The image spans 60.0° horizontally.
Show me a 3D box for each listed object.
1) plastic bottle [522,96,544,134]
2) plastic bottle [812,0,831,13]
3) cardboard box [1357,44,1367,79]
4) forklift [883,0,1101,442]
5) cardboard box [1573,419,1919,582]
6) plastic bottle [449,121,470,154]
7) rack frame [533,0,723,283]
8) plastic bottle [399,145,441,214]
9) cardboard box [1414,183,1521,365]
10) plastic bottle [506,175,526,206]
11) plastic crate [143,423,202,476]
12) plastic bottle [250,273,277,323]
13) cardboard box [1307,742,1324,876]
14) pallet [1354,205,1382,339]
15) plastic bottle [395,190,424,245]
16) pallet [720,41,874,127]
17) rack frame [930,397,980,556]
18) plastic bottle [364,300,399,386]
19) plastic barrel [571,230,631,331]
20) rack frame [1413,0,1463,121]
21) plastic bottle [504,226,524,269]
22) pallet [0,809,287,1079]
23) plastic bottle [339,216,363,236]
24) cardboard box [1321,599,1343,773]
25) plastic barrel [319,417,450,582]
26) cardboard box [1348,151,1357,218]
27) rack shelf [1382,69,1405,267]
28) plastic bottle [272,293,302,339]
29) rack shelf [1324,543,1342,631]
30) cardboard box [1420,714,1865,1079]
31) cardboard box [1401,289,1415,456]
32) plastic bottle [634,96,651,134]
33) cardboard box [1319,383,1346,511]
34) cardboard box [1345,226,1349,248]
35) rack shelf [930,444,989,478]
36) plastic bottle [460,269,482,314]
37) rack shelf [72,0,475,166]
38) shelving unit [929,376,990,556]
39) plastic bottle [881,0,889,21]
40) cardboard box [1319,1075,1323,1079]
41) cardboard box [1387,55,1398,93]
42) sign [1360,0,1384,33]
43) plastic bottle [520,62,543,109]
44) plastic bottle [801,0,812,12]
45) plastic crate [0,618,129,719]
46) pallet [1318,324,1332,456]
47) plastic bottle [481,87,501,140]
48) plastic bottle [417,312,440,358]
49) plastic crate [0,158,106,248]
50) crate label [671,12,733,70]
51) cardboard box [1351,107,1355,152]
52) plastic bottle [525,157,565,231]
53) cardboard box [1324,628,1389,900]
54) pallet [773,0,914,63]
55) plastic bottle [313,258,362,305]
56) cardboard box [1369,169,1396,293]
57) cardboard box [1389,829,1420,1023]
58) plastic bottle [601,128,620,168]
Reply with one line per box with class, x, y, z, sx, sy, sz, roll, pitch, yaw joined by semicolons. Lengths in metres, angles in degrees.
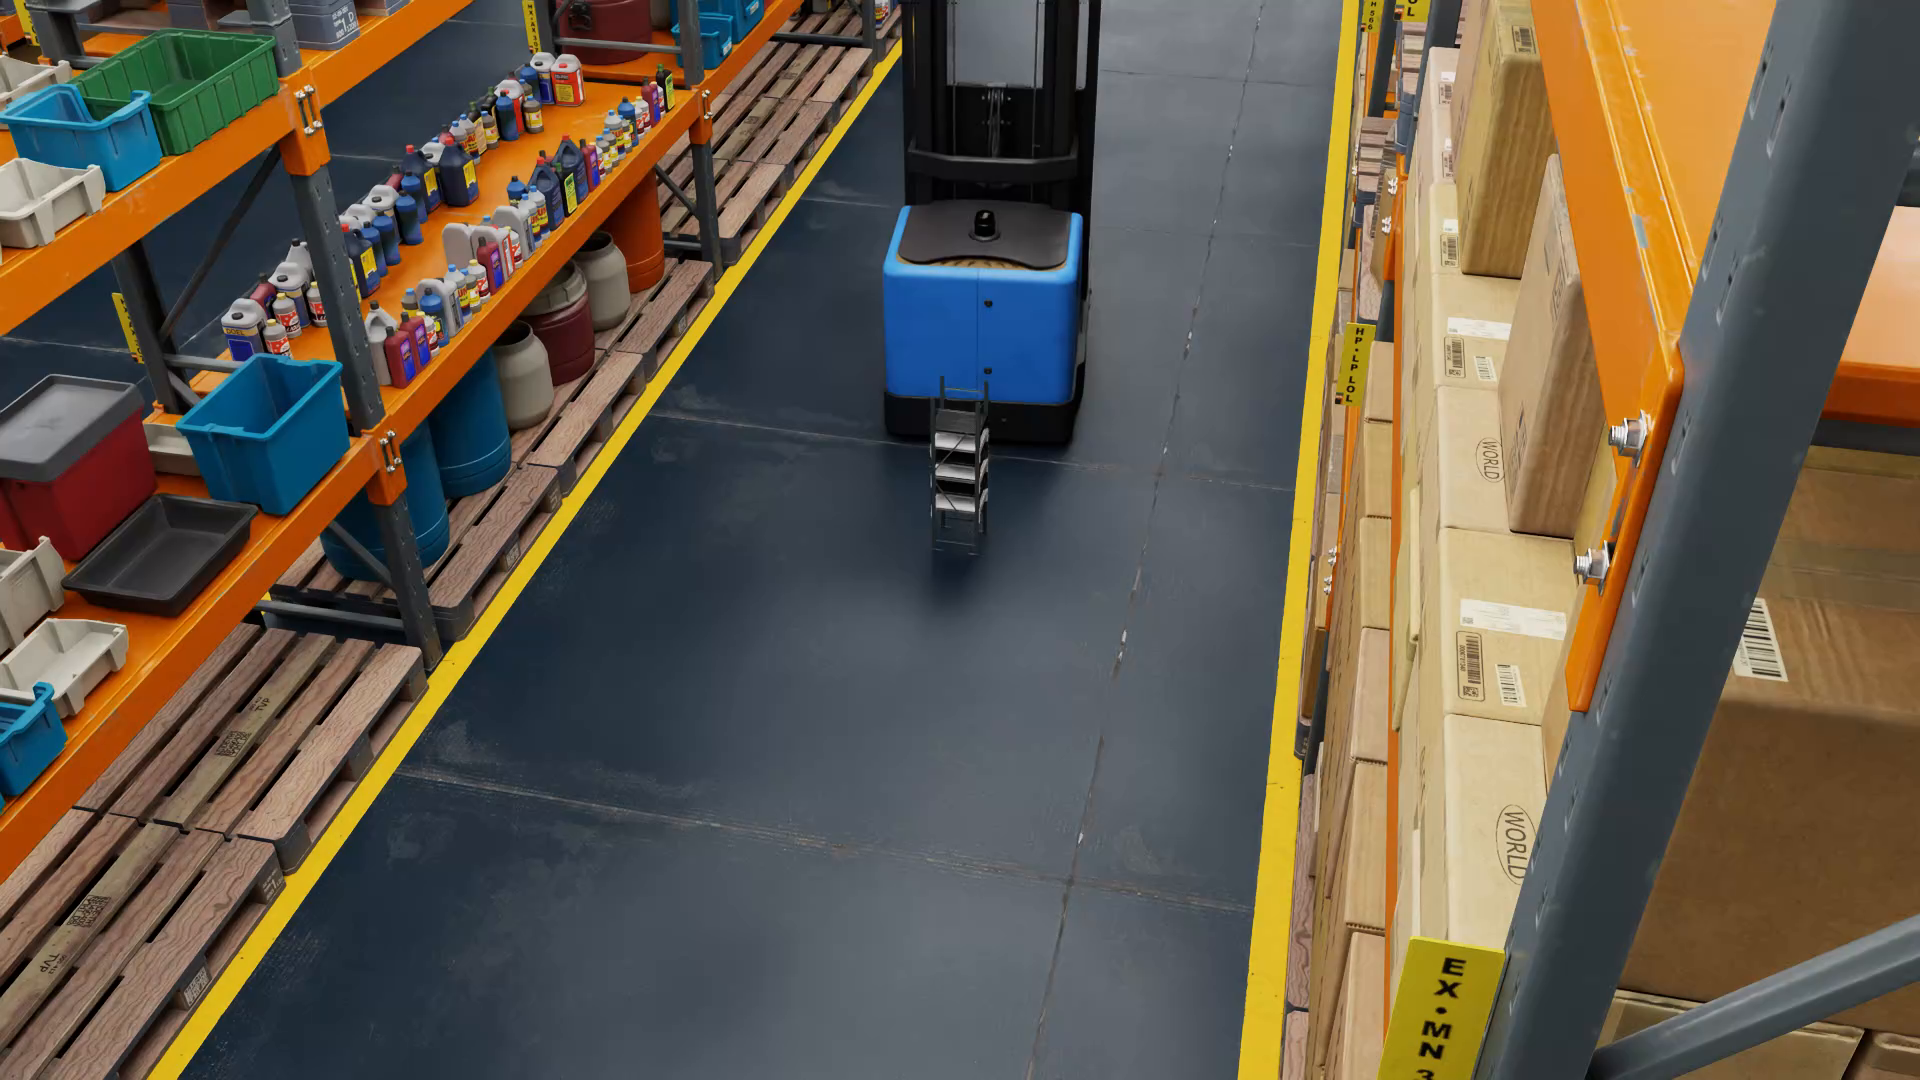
plastic bottle;-2.440;-2.433;9.490;0.097;0.201;0.097;0;36;0
plastic bottle;-1.207;-4.777;14.438;0.144;0.351;0.185;7;37;10
cardboard box;3.191;-3.453;12.236;0.500;0.311;0.500;7;37;9
forklift;0.248;-2.574;9.574;1.130;2.935;3.031;4;36;5
cardboard box;1.354;-0.014;2.490;0.700;0.500;0.500;7;37;10
plastic bottle;-2.715;-2.138;9.024;0.097;0.271;0.097;0;36;0
rack frame;-2.058;-2.991;10.091;1.000;3.000;0.127;7;37;10
plastic bottle;-2.801;-1.877;8.596;0.144;0.351;0.185;7;37;10
cardboard box;1.356;-0.611;3.953;0.500;0.250;0.500;7;37;10
plastic bottle;-2.242;-1.720;8.447;0.097;0.271;0.097;0;36;0
plastic crate;-3.152;-0.366;6.643;0.396;0.136;0.243;7;37;10
plastic bottle;-3.140;-1.055;7.520;0.061;0.283;0.133;7;37;10
cardboard box;1.625;1.049;6.433;0.500;0.311;0.500;7;37;10
pallet;2.369;-1.175;7.749;1.003;0.211;1.213;7;37;10
plastic bottle;-2.754;-1.616;8.303;0.097;0.271;0.097;0;36;0
pallet;-1.334;-3.700;13.445;1.003;0.211;1.213;7;37;10
rack frame;-0.023;-0.301;8.169;0.240;0.900;0.006;7;37;10
plastic bottle;-2.512;-0.862;7.196;0.144;0.351;0.185;7;37;10
plastic barrel;-2.180;-1.536;9.846;0.421;0.512;0.421;0;36;0
rack frame;1.926;-2.504;4.307;1.000;3.000;0.127;7;37;10
plastic bottle;-2.192;-1.429;8.105;0.097;0.201;0.097;0;36;0
pallet;-3.290;1.559;6.189;1.003;0.211;1.213;7;37;10
plastic bottle;-2.959;-1.413;8.019;0.152;0.276;0.135;7;37;10
cardboard box;1.444;0.437;5.276;0.500;0.500;0.500;8;37;11
plastic barrel;-2.780;-0.328;7.847;0.600;0.901;0.708;7;37;10
cardboard box;2.756;-2.282;10.620;0.500;0.311;0.500;7;36;9
rack shelf;2.353;-2.145;6.980;1.077;0.370;4.000;7;37;10
plastic bottle;-3.058;-1.023;7.544;0.097;0.201;0.097;0;36;0
rack shelf;1.498;1.363;4.696;1.077;0.370;4.000;7;37;10
cardboard box;0.932;0.536;2.371;0.500;0.250;0.500;7;37;10
cardboard box;1.361;-0.408;4.099;0.500;0.250;0.500;7;37;10
plastic bottle;-1.820;-2.429;9.485;0.097;0.201;0.097;0;36;0
cardboard box;2.079;-0.421;8.300;0.500;0.500;0.500;6;36;8
cardboard box;2.654;-1.757;10.373;0.500;0.250;0.500;8;37;11
rack shelf;-0.002;-0.406;8.216;0.258;0.077;0.200;7;37;10
plastic bottle;-2.291;-1.164;7.739;0.097;0.201;0.097;0;36;0
rack shelf;-2.486;-2.768;7.840;1.077;0.370;4.000;7;37;10
shelving unit;-0.002;-0.360;8.250;0.258;0.900;0.210;7;37;10
plastic bottle;-0.664;-4.574;14.284;0.097;0.201;0.097;0;36;0
cardboard box;1.008;1.589;3.686;0.500;0.500;0.500;8;37;10
cardboard box;2.702;-2.817;10.064;0.380;0.149;0.250;7;37;10
sign;2.237;-2.904;8.985;0.100;0.325;0.005;7;37;10
plastic bottle;-2.518;-2.668;9.755;0.097;0.271;0.097;0;36;0
plastic bottle;-1.348;-4.795;14.463;0.144;0.351;0.185;6;36;9
plastic crate;-2.991;0.421;5.557;0.293;0.136;0.466;7;37;10
pallet;2.583;-0.816;9.466;1.003;0.211;1.213;7;37;10
plastic bottle;-2.639;-2.400;9.375;0.061;0.283;0.133;7;37;10
plastic bottle;-2.382;-0.919;7.401;0.097;0.201;0.097;0;36;0
plastic crate;-2.813;-1.029;5.052;0.293;0.136;0.466;7;37;10
crate label;-1.602;-3.118;10.409;0.303;0.233;0.416;7;37;10
cardboard box;3.088;-2.928;11.989;0.500;0.250;0.500;6;36;9
plastic bottle;-2.115;-1.762;8.437;0.144;0.351;0.185;7;37;10
cardboard box;1.221;0.601;4.197;0.500;0.500;0.500;8;37;11
pallet;-1.020;-4.535;14.597;1.003;0.211;1.213;7;37;10
plastic bottle;-2.895;-1.228;7.700;0.144;0.351;0.185;7;37;10
cardboard box;2.243;-1.306;7.323;0.700;0.500;0.500;-1;36;-2
cardboard box;0.923;0.737;2.519;0.500;0.250;0.500;7;37;10
plastic bottle;-1.924;-2.150;9.100;0.097;0.201;0.097;0;36;0
